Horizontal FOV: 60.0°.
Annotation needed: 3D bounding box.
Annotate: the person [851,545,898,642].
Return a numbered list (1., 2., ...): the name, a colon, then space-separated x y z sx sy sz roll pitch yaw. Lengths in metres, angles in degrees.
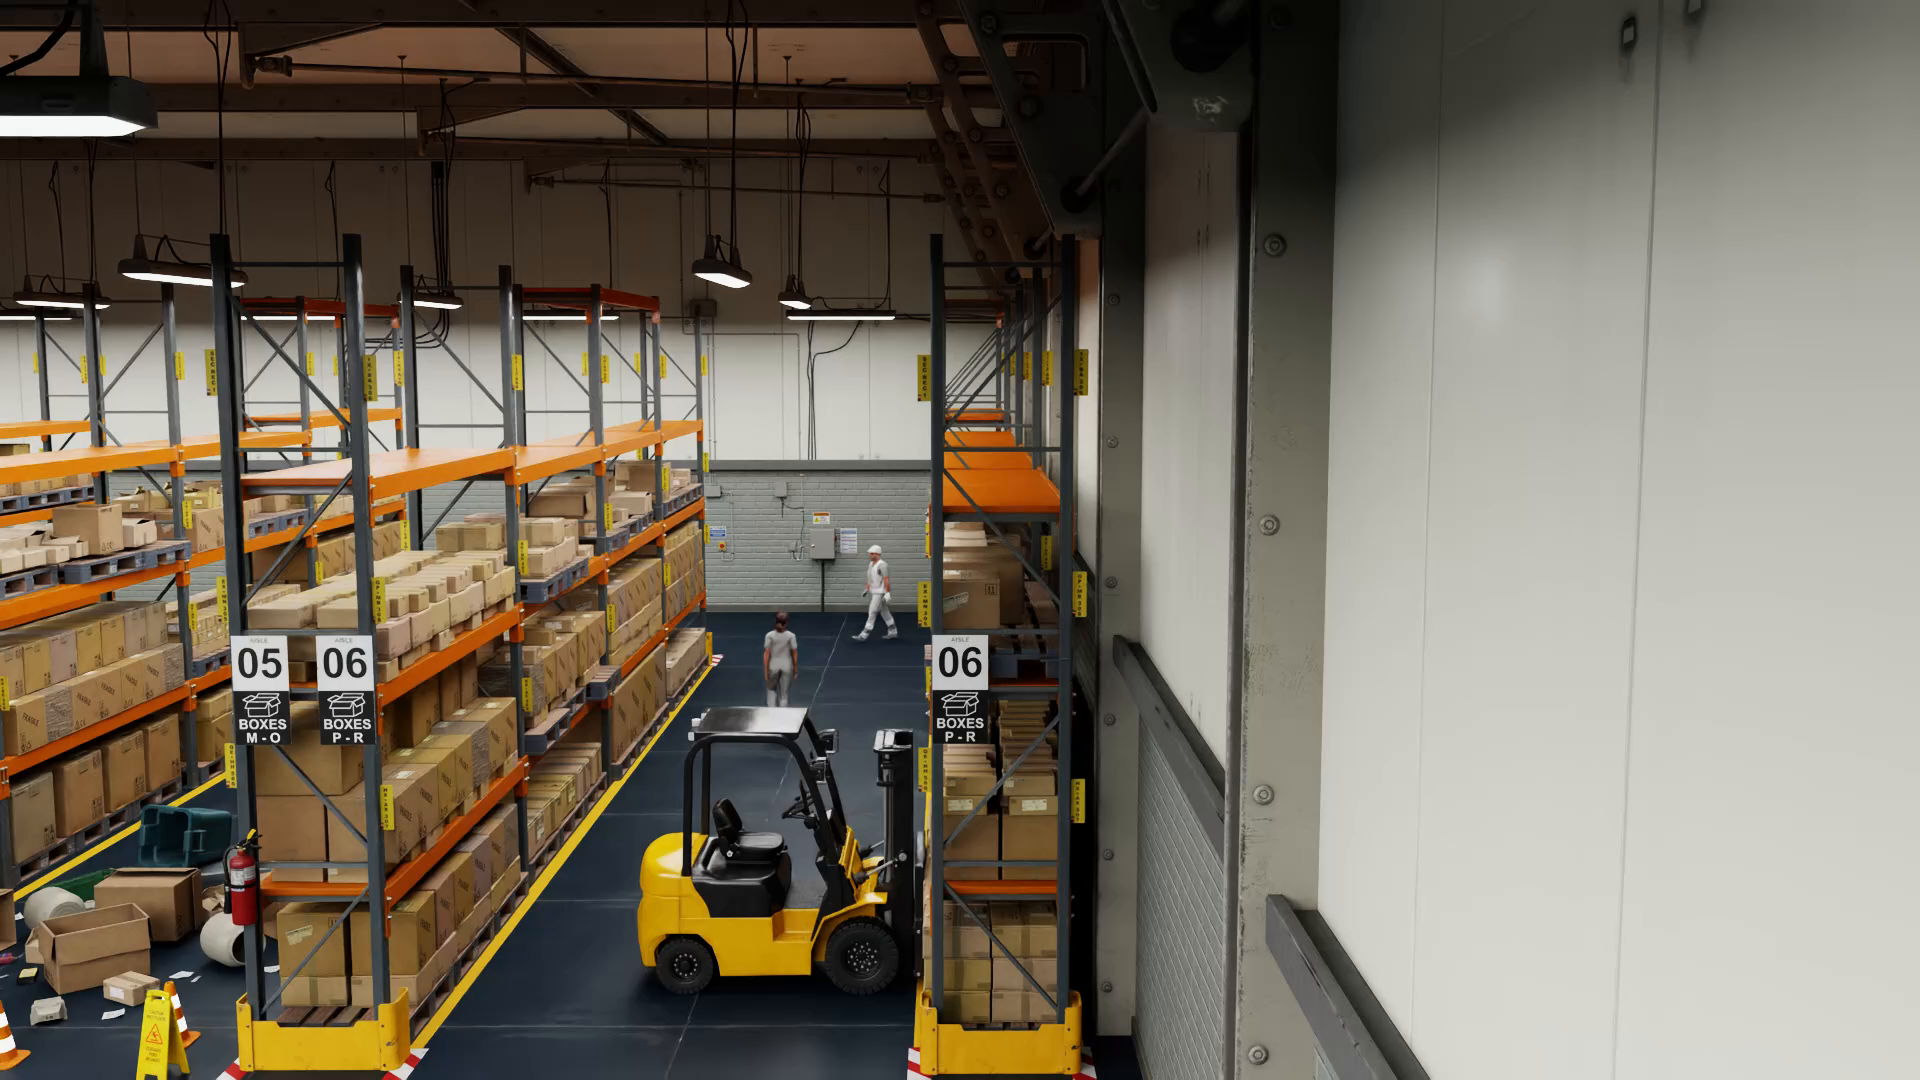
1. person: -1.560 0.963 30.114 0.929 1.754 0.592 -3 7 -24

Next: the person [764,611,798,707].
1. person: -2.469 1.808 22.887 0.482 1.647 0.449 0 6 -2
